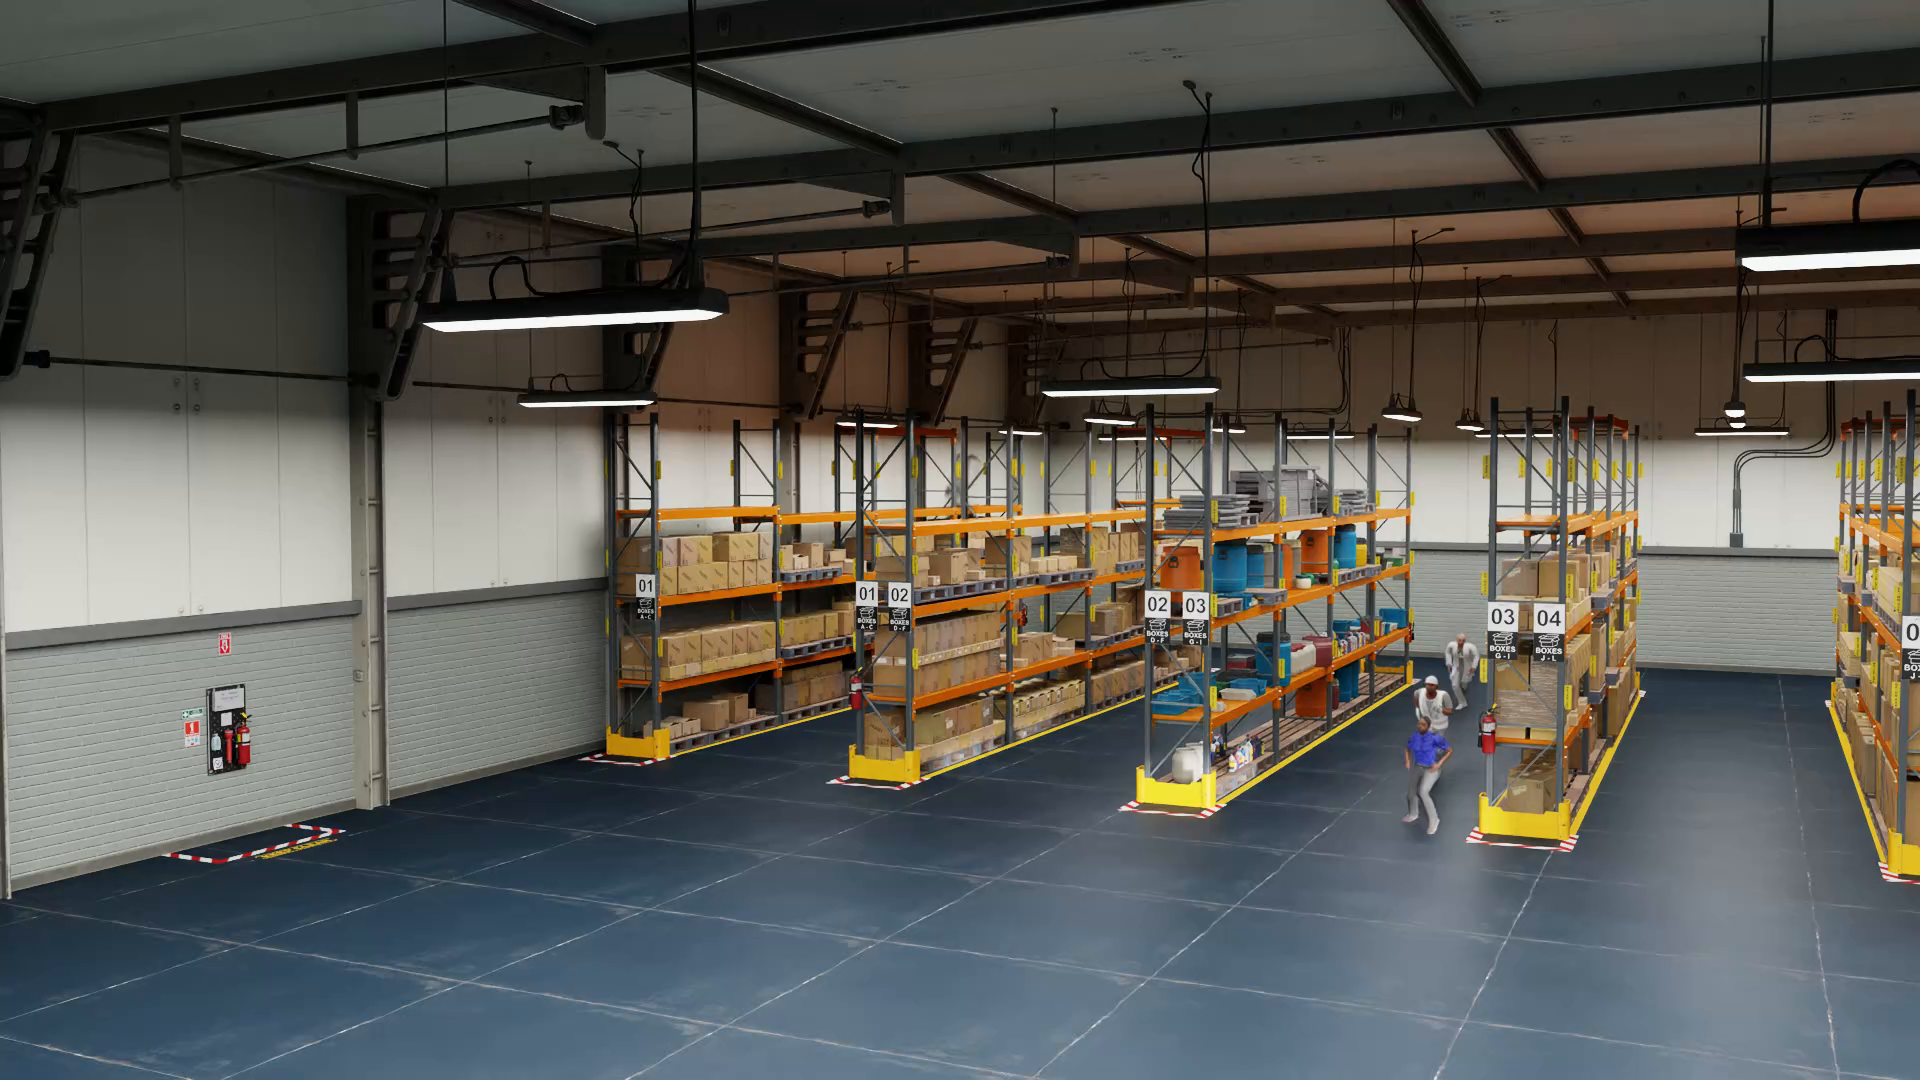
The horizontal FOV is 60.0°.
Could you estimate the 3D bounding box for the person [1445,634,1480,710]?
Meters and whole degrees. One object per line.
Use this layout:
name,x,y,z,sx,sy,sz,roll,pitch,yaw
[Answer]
person,10.598,2.744,35.014,0.716,1.626,1.062,1,3,24

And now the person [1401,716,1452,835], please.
person,6.439,3.246,23.131,0.781,1.605,0.690,2,3,44

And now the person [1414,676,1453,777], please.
person,7.565,2.991,26.618,0.665,1.682,0.904,1,3,25
